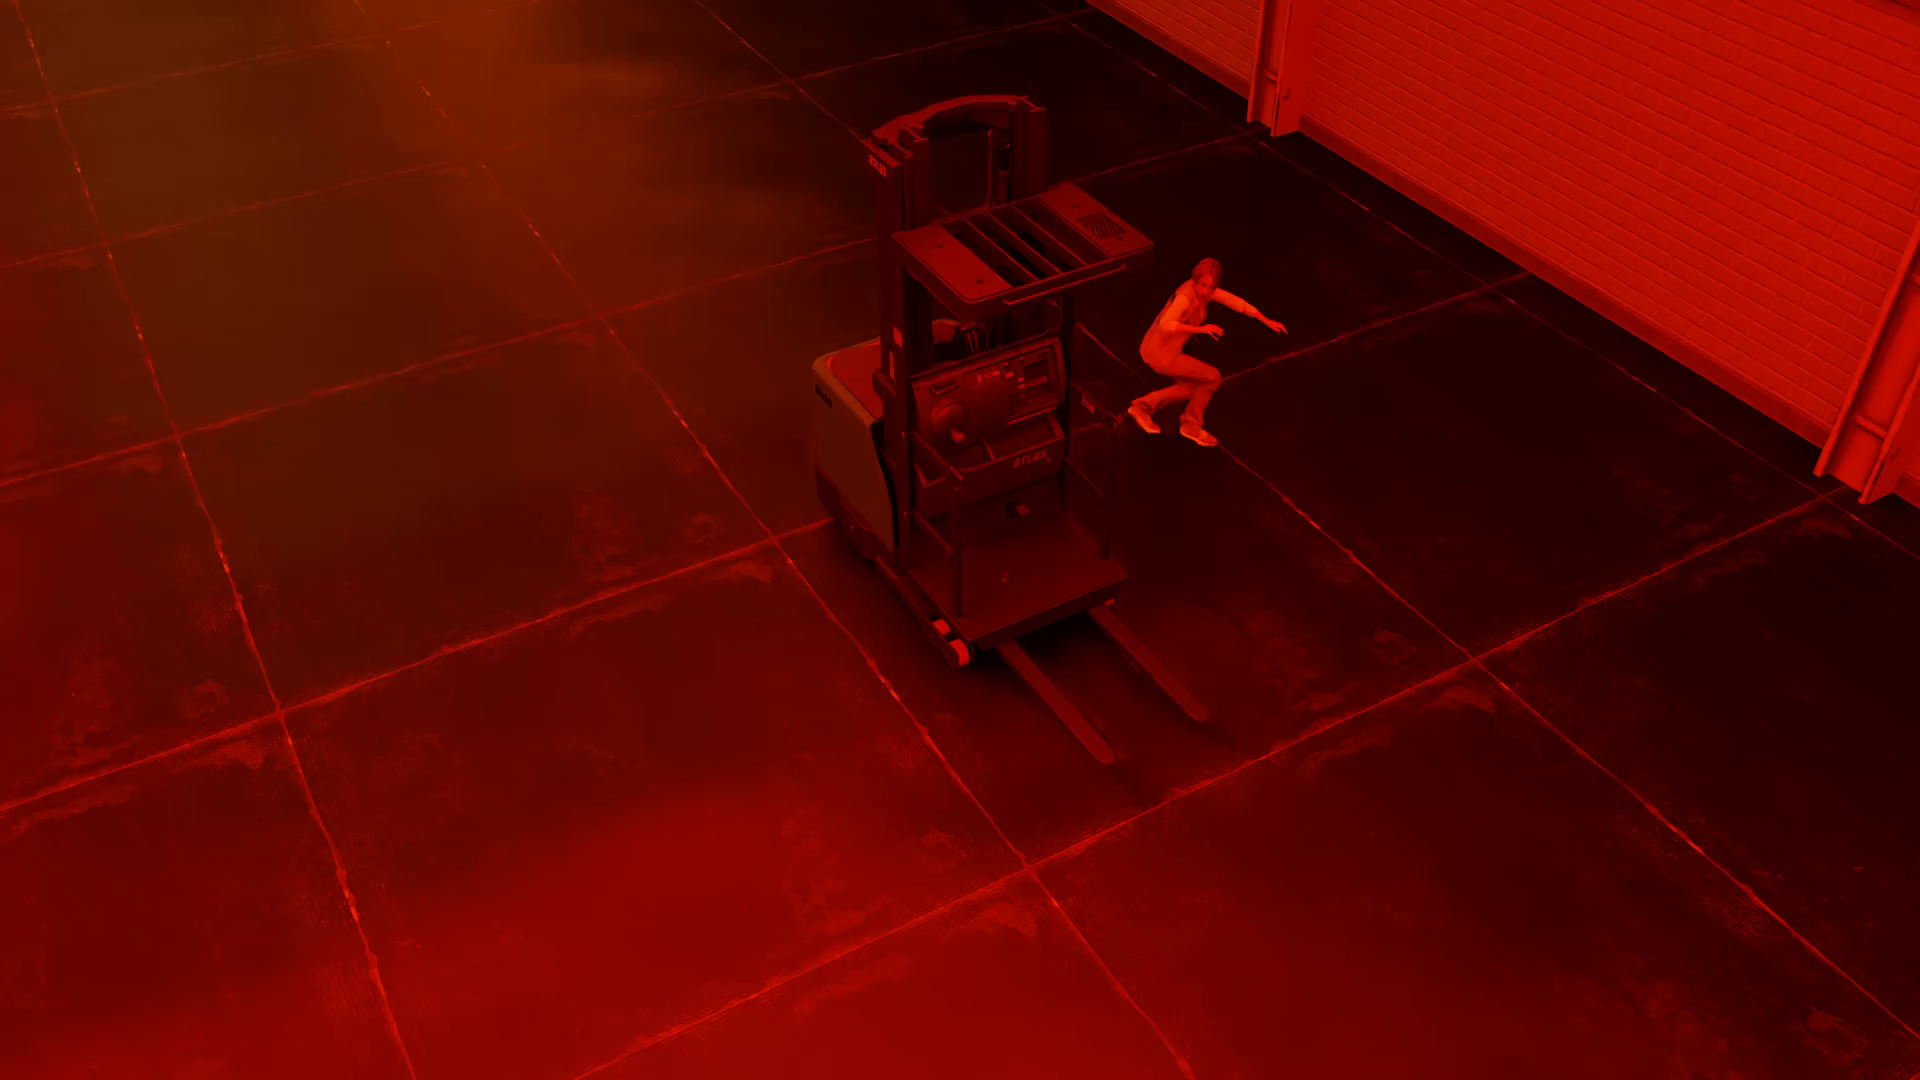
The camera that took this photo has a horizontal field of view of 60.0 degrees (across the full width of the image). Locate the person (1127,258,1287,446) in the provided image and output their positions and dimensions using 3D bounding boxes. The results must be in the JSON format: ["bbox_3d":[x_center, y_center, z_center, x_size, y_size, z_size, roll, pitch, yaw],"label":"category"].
[{"bbox_3d":[1.598,-1.165,10.708,0.988,1.340,0.674,4,40,5],"label":"person"}]

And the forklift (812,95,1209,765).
[{"bbox_3d":[0.276,-0.737,8.925,1.130,2.935,3.031,-20,44,-23],"label":"forklift"}]
